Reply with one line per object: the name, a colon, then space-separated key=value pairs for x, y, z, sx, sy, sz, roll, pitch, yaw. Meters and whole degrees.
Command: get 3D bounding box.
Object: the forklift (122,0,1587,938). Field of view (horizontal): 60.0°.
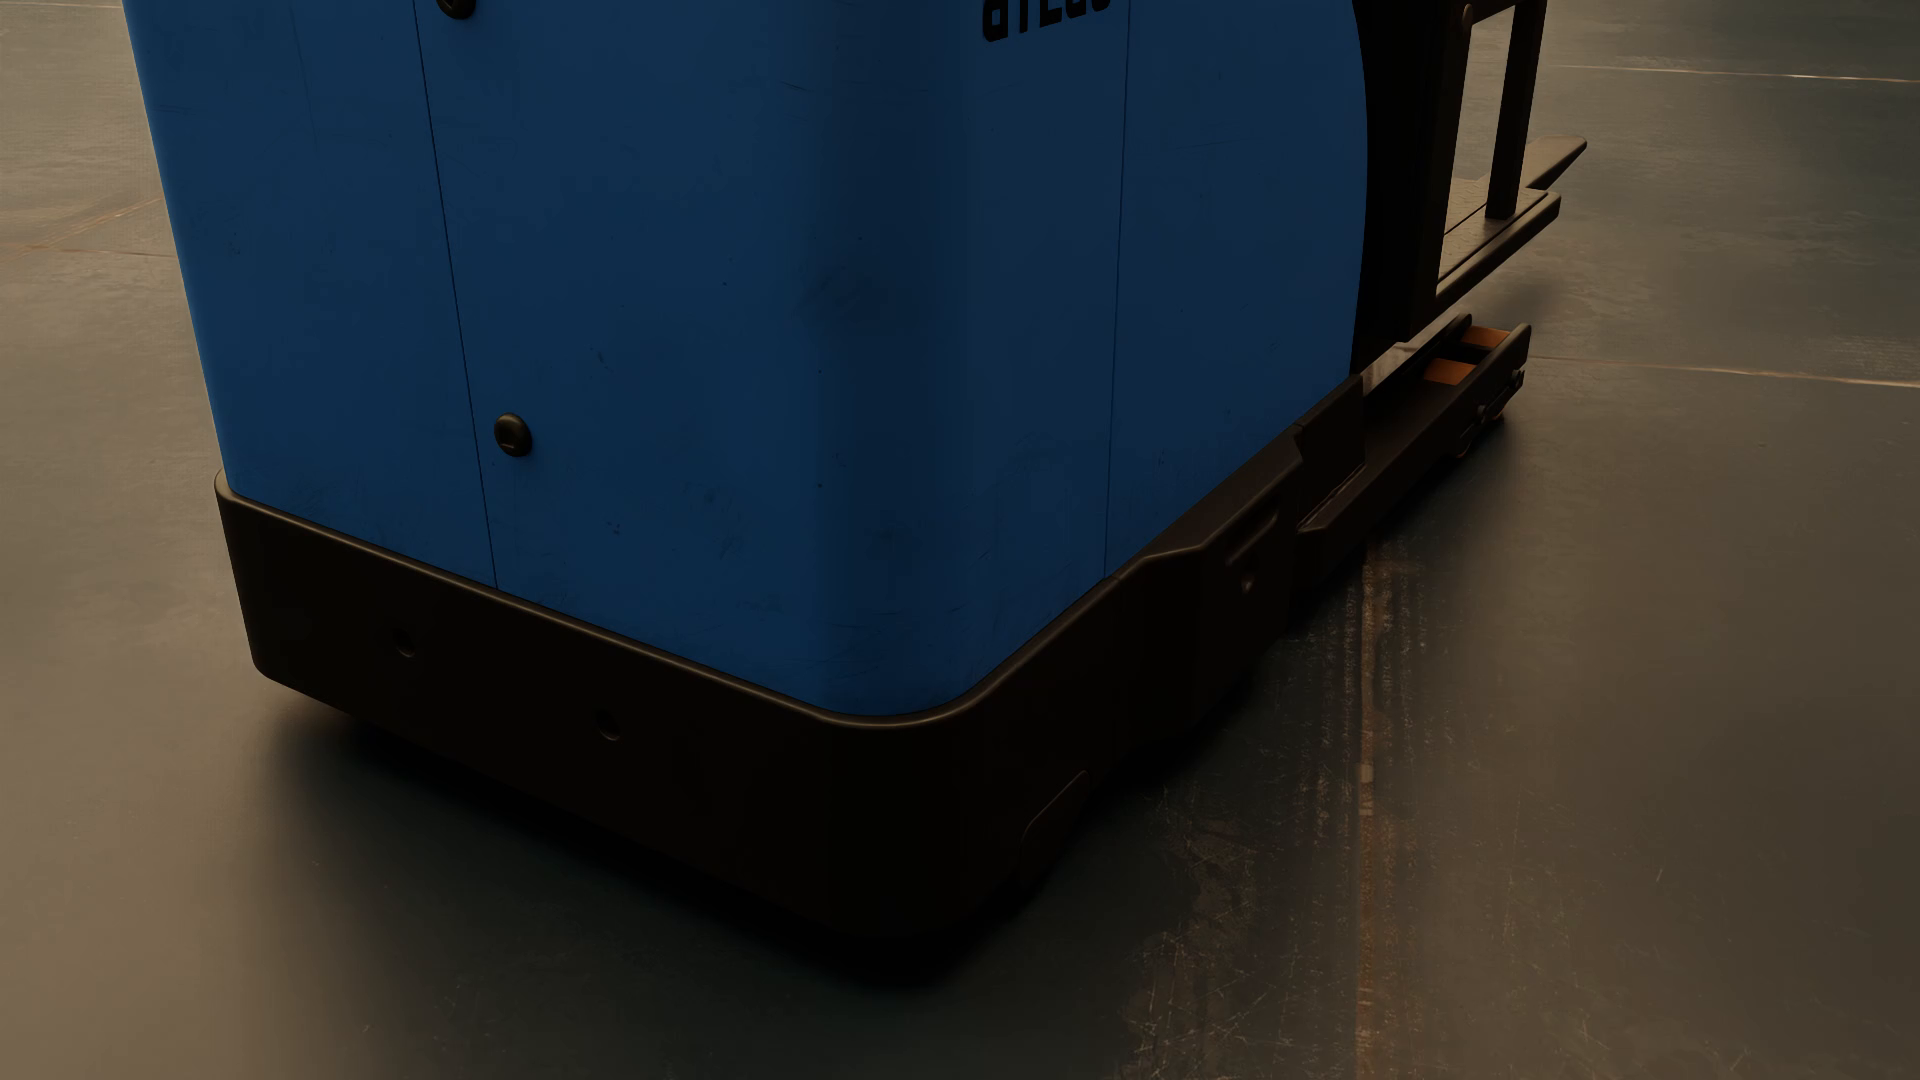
forklift: x=0.341 y=-1.547 z=2.312 sx=1.130 sy=2.935 sz=3.031 roll=16 pitch=31 yaw=29
